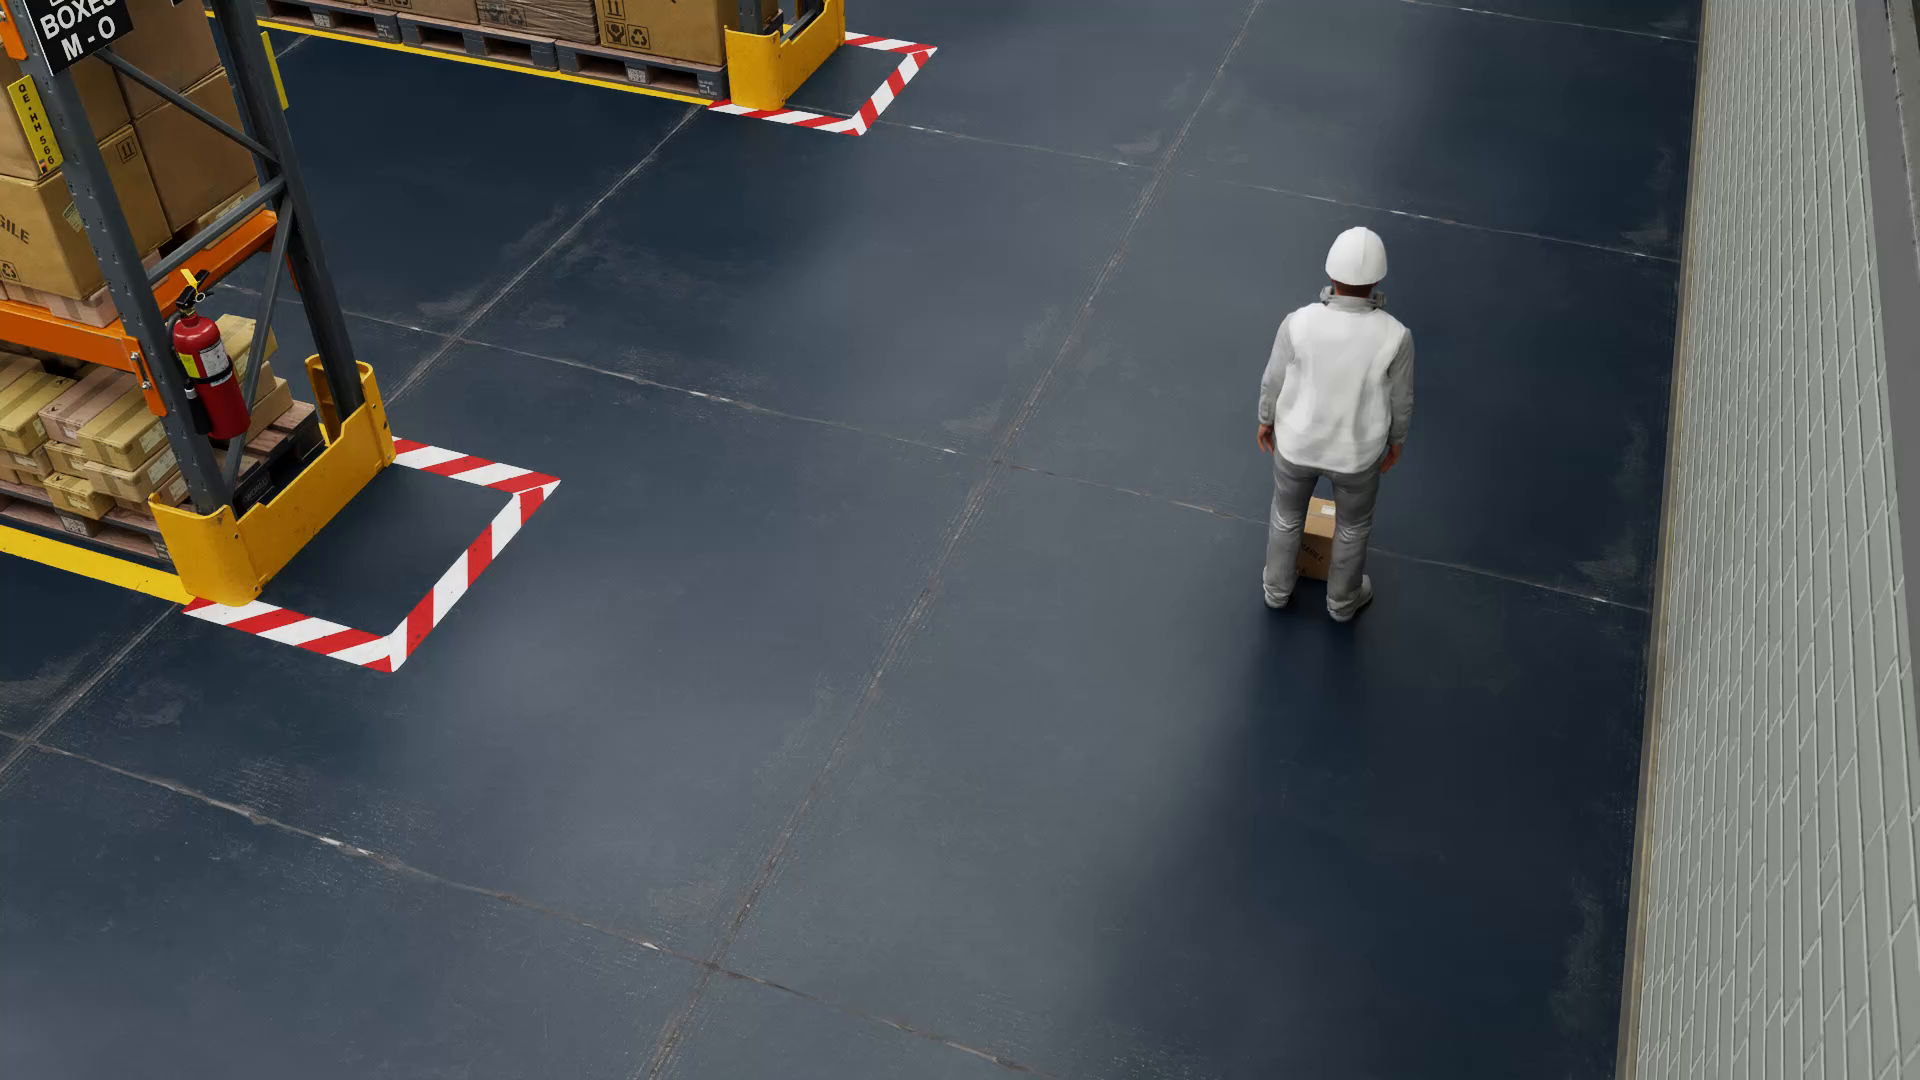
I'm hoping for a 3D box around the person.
[{"bbox_3d":[1.474,-0.420,6.616,0.594,1.773,0.457,11,43,13],"label":"person"}]
